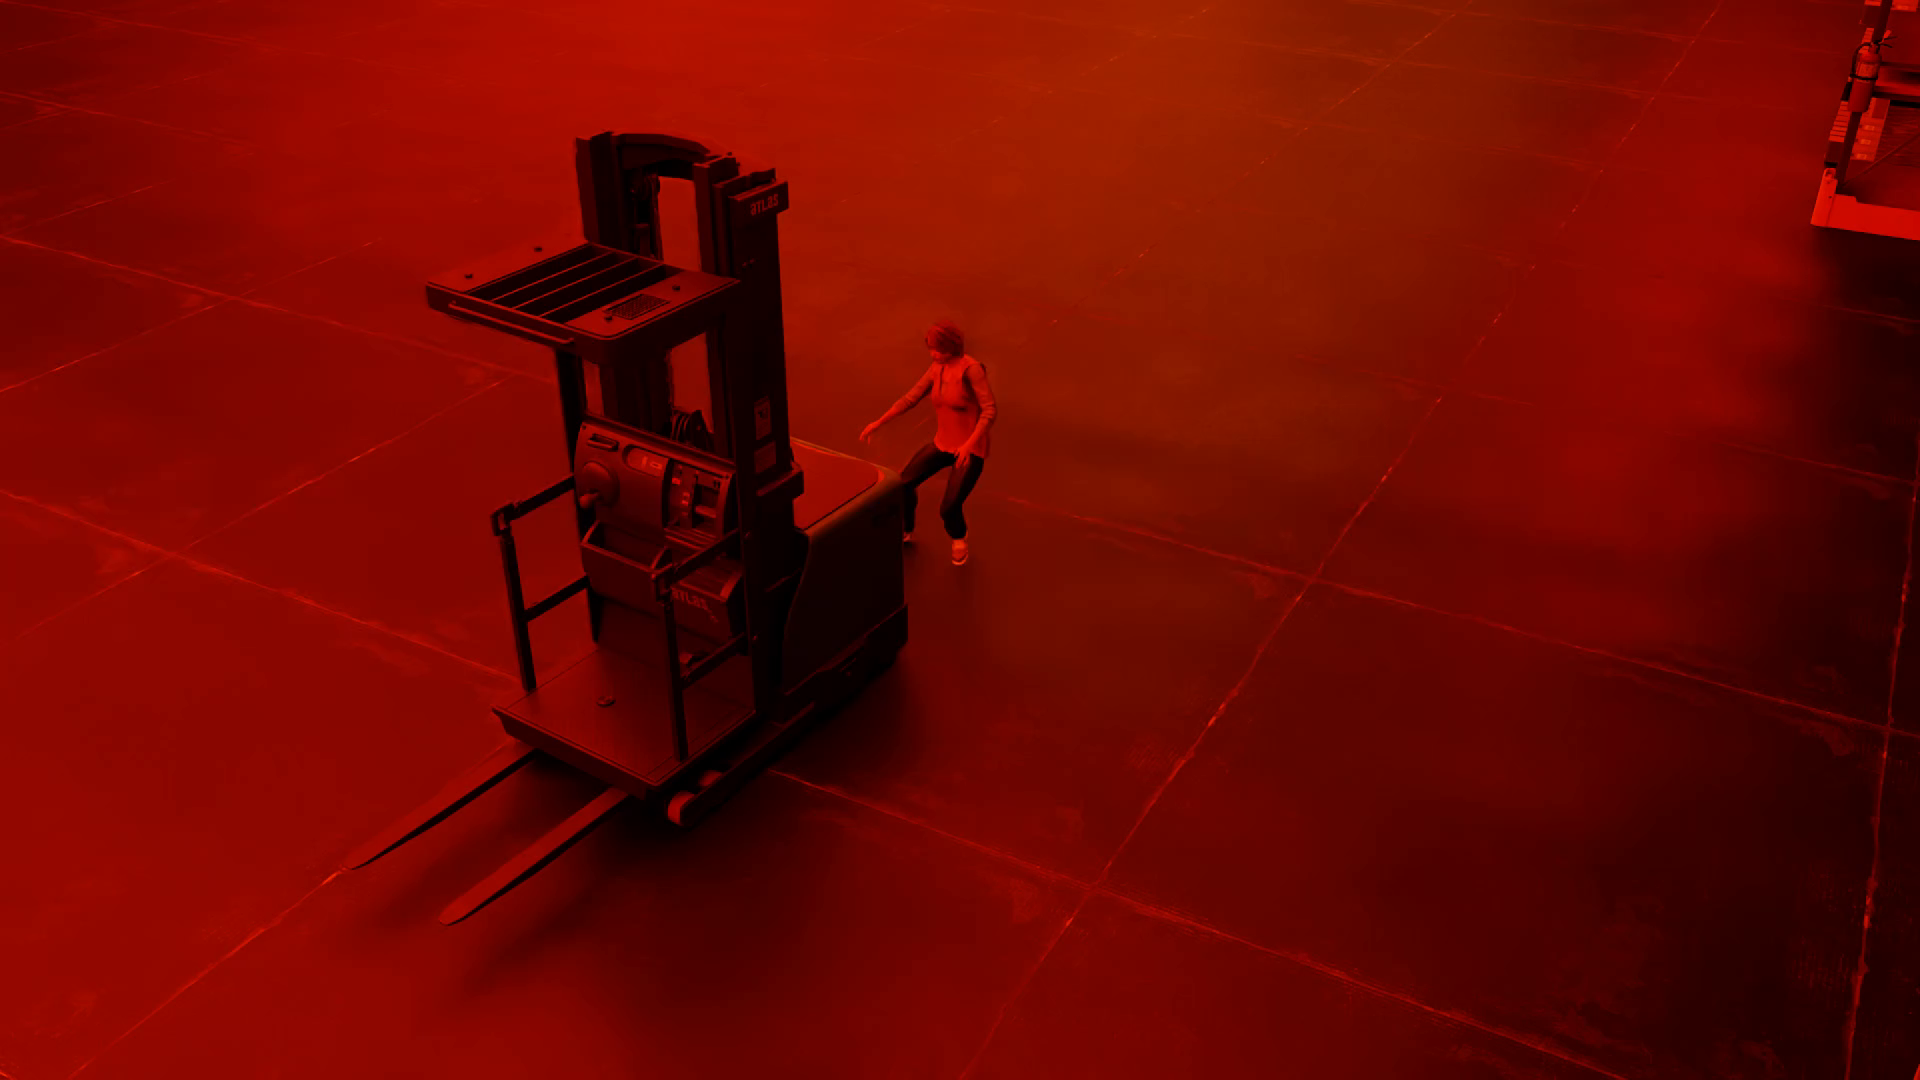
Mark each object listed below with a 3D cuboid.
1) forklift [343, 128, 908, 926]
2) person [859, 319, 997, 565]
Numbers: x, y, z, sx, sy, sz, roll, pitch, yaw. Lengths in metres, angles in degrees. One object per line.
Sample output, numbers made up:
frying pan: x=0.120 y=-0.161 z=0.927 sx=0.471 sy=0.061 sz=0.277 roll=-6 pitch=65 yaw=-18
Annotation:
forklift: x=-1.525 y=-0.213 z=7.440 sx=1.130 sy=2.935 sz=3.031 roll=19 pitch=35 yaw=29
person: x=-0.144 y=-0.513 z=9.450 sx=0.606 sy=1.433 sz=0.718 roll=-26 pitch=39 yaw=-37
